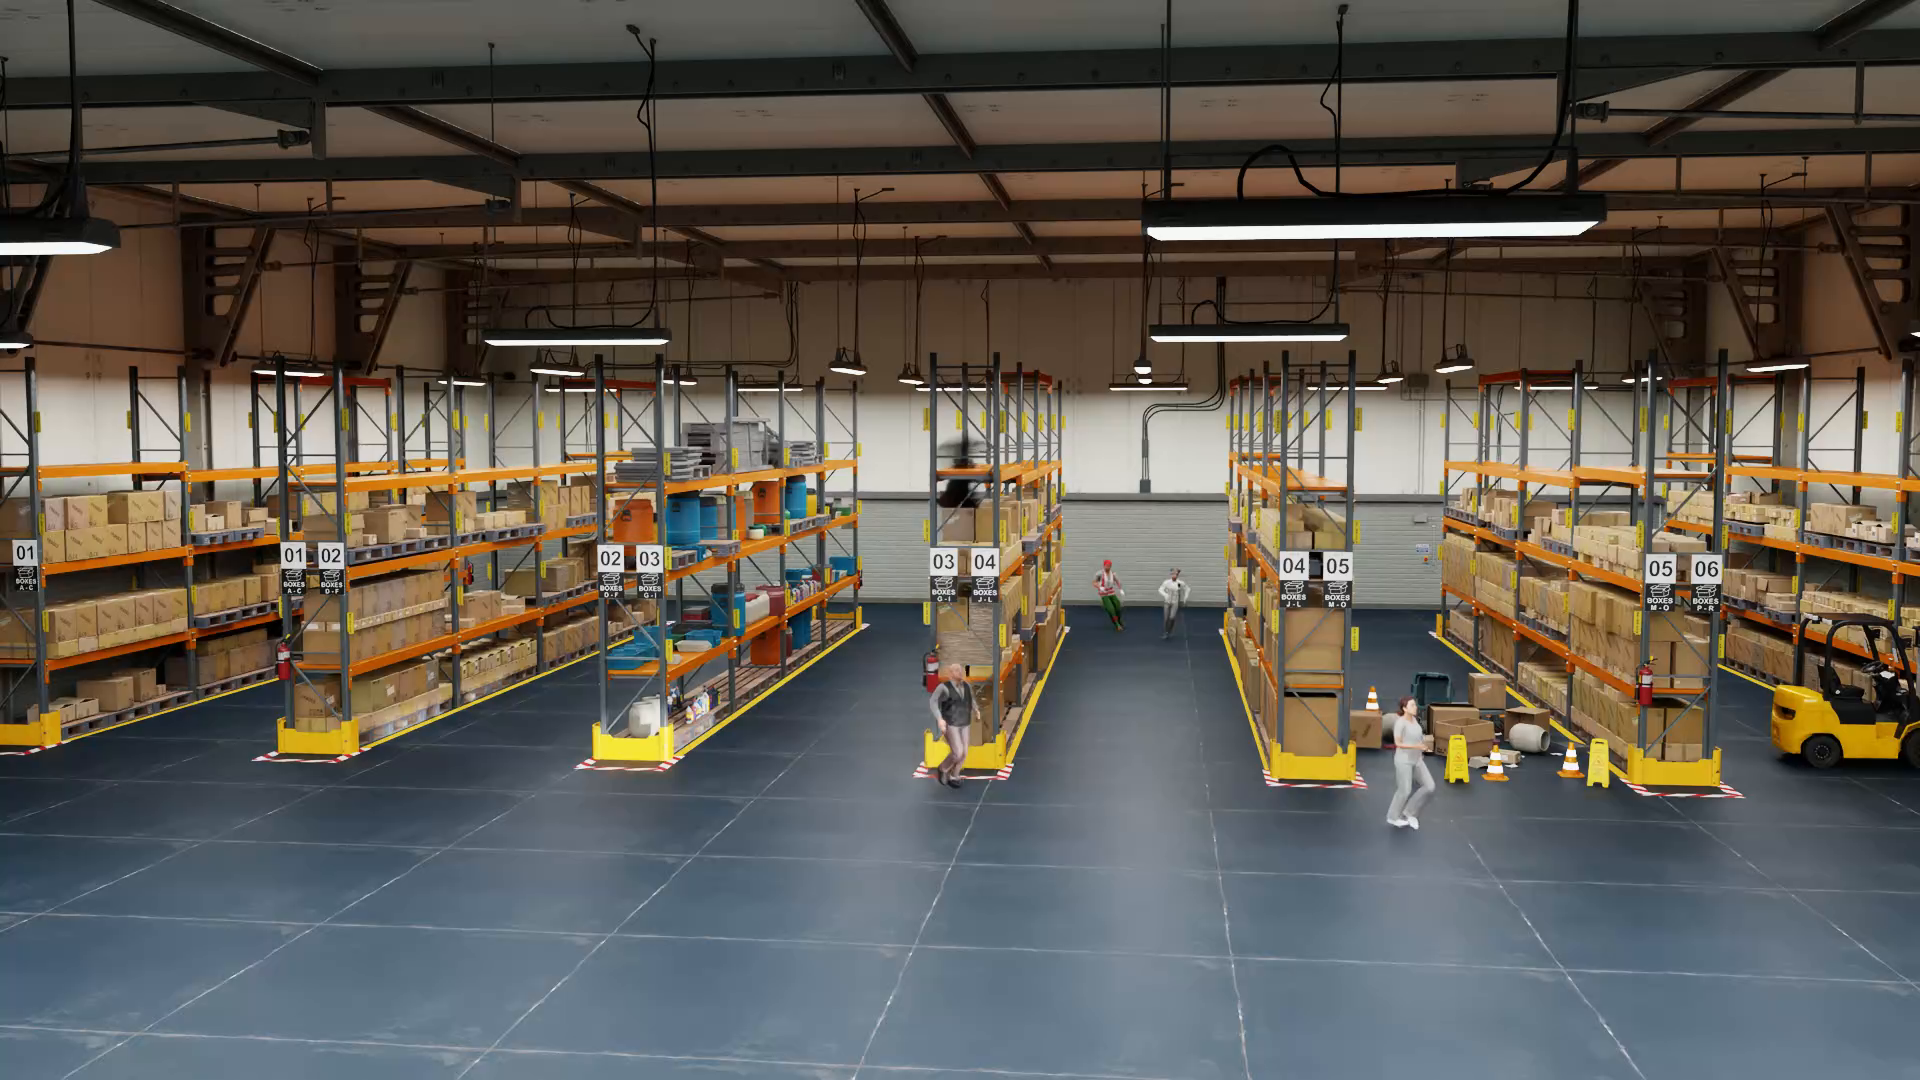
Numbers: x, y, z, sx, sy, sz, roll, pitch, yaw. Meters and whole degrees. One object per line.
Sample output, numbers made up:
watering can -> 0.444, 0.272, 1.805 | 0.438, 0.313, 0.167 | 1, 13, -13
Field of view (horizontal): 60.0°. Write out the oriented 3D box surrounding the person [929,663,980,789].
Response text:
person -> -0.016, 2.495, 22.270 | 0.671, 1.688, 0.569 | -3, 5, -37

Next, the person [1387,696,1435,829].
person -> 5.535, 2.731, 20.386 | 0.533, 1.652, 0.665 | -3, 5, -34

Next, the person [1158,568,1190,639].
person -> 4.921, 1.466, 38.359 | 0.691, 1.651, 0.639 | 1, 4, 17

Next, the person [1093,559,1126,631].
person -> 3.645, 1.314, 39.905 | 0.918, 1.711, 0.810 | -1, 4, -19
